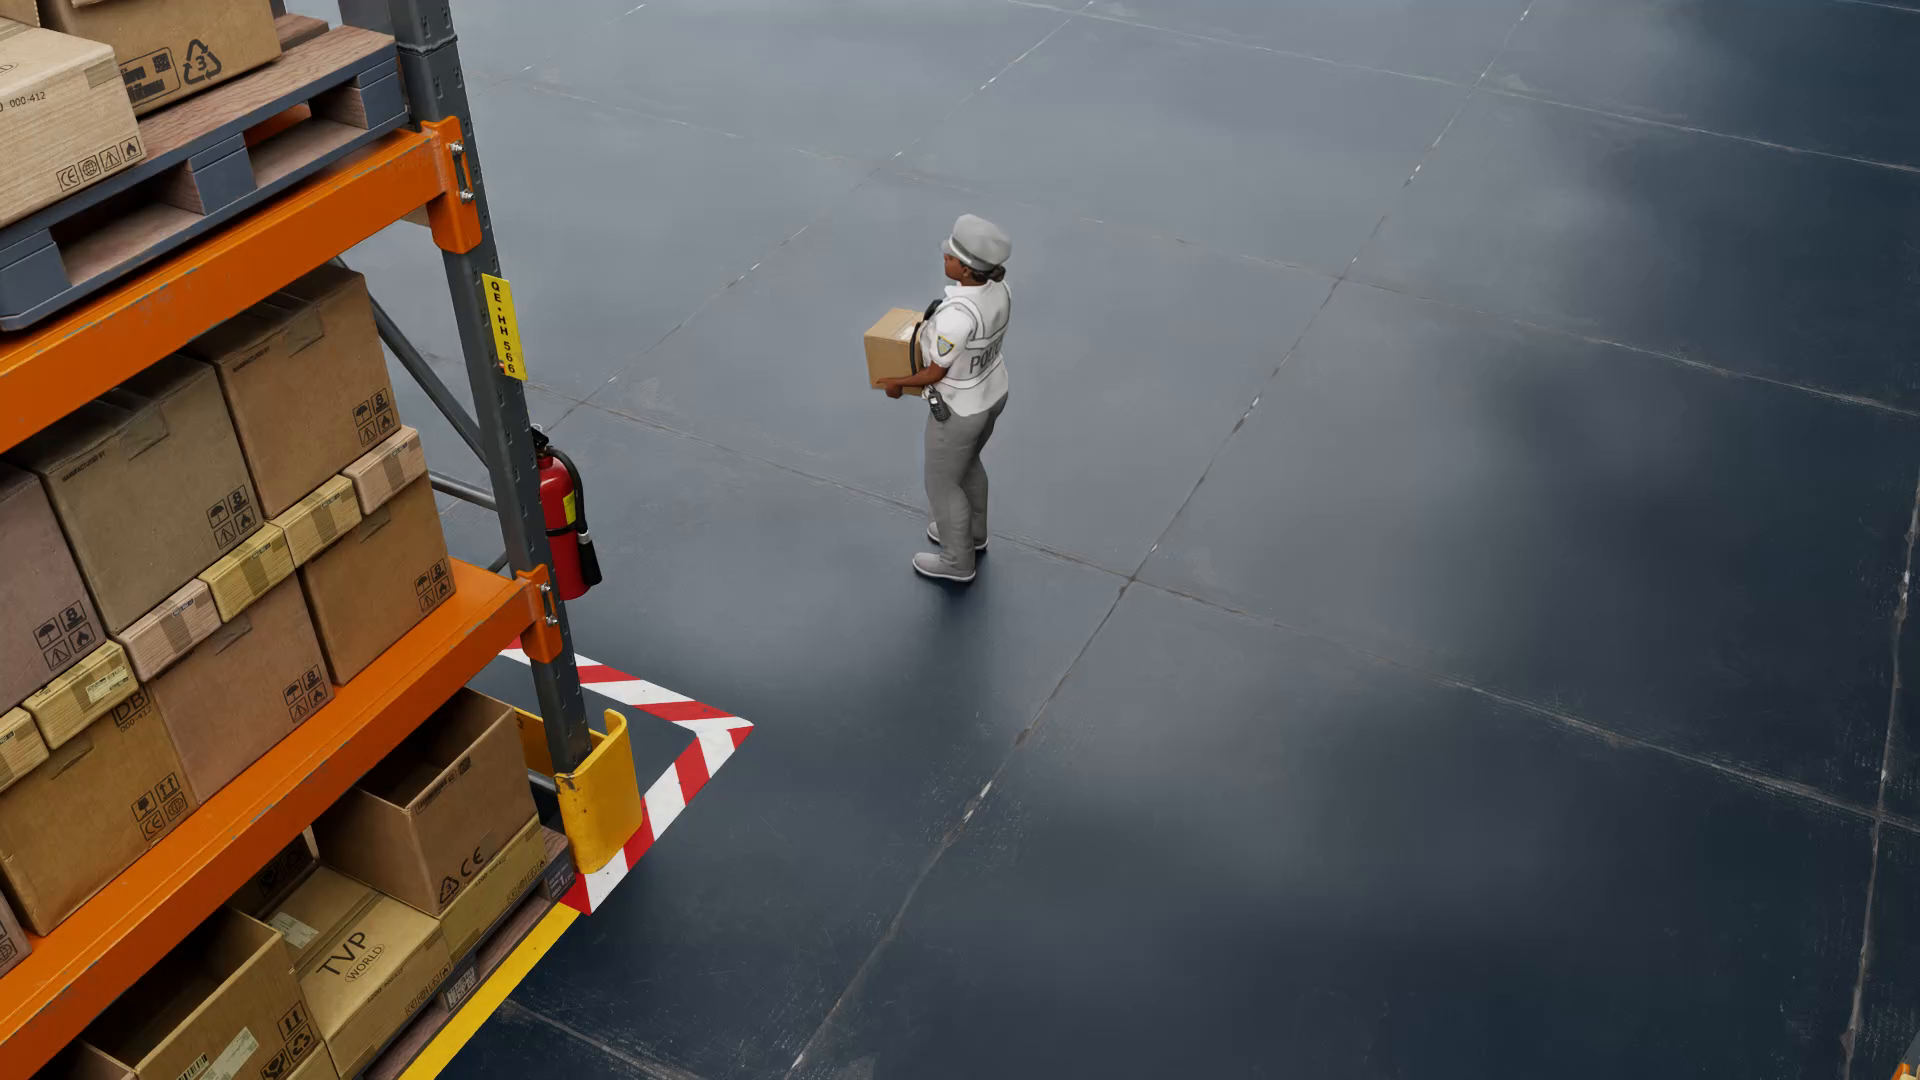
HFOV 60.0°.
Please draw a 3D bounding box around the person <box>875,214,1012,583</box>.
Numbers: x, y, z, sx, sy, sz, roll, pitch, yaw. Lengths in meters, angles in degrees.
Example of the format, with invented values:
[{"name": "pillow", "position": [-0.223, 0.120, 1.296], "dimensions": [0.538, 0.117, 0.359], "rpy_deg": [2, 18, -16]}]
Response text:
[{"name": "person", "position": [-0.050, -0.597, 6.892], "dimensions": [0.539, 1.687, 0.450], "rpy_deg": [19, 42, 22]}]
